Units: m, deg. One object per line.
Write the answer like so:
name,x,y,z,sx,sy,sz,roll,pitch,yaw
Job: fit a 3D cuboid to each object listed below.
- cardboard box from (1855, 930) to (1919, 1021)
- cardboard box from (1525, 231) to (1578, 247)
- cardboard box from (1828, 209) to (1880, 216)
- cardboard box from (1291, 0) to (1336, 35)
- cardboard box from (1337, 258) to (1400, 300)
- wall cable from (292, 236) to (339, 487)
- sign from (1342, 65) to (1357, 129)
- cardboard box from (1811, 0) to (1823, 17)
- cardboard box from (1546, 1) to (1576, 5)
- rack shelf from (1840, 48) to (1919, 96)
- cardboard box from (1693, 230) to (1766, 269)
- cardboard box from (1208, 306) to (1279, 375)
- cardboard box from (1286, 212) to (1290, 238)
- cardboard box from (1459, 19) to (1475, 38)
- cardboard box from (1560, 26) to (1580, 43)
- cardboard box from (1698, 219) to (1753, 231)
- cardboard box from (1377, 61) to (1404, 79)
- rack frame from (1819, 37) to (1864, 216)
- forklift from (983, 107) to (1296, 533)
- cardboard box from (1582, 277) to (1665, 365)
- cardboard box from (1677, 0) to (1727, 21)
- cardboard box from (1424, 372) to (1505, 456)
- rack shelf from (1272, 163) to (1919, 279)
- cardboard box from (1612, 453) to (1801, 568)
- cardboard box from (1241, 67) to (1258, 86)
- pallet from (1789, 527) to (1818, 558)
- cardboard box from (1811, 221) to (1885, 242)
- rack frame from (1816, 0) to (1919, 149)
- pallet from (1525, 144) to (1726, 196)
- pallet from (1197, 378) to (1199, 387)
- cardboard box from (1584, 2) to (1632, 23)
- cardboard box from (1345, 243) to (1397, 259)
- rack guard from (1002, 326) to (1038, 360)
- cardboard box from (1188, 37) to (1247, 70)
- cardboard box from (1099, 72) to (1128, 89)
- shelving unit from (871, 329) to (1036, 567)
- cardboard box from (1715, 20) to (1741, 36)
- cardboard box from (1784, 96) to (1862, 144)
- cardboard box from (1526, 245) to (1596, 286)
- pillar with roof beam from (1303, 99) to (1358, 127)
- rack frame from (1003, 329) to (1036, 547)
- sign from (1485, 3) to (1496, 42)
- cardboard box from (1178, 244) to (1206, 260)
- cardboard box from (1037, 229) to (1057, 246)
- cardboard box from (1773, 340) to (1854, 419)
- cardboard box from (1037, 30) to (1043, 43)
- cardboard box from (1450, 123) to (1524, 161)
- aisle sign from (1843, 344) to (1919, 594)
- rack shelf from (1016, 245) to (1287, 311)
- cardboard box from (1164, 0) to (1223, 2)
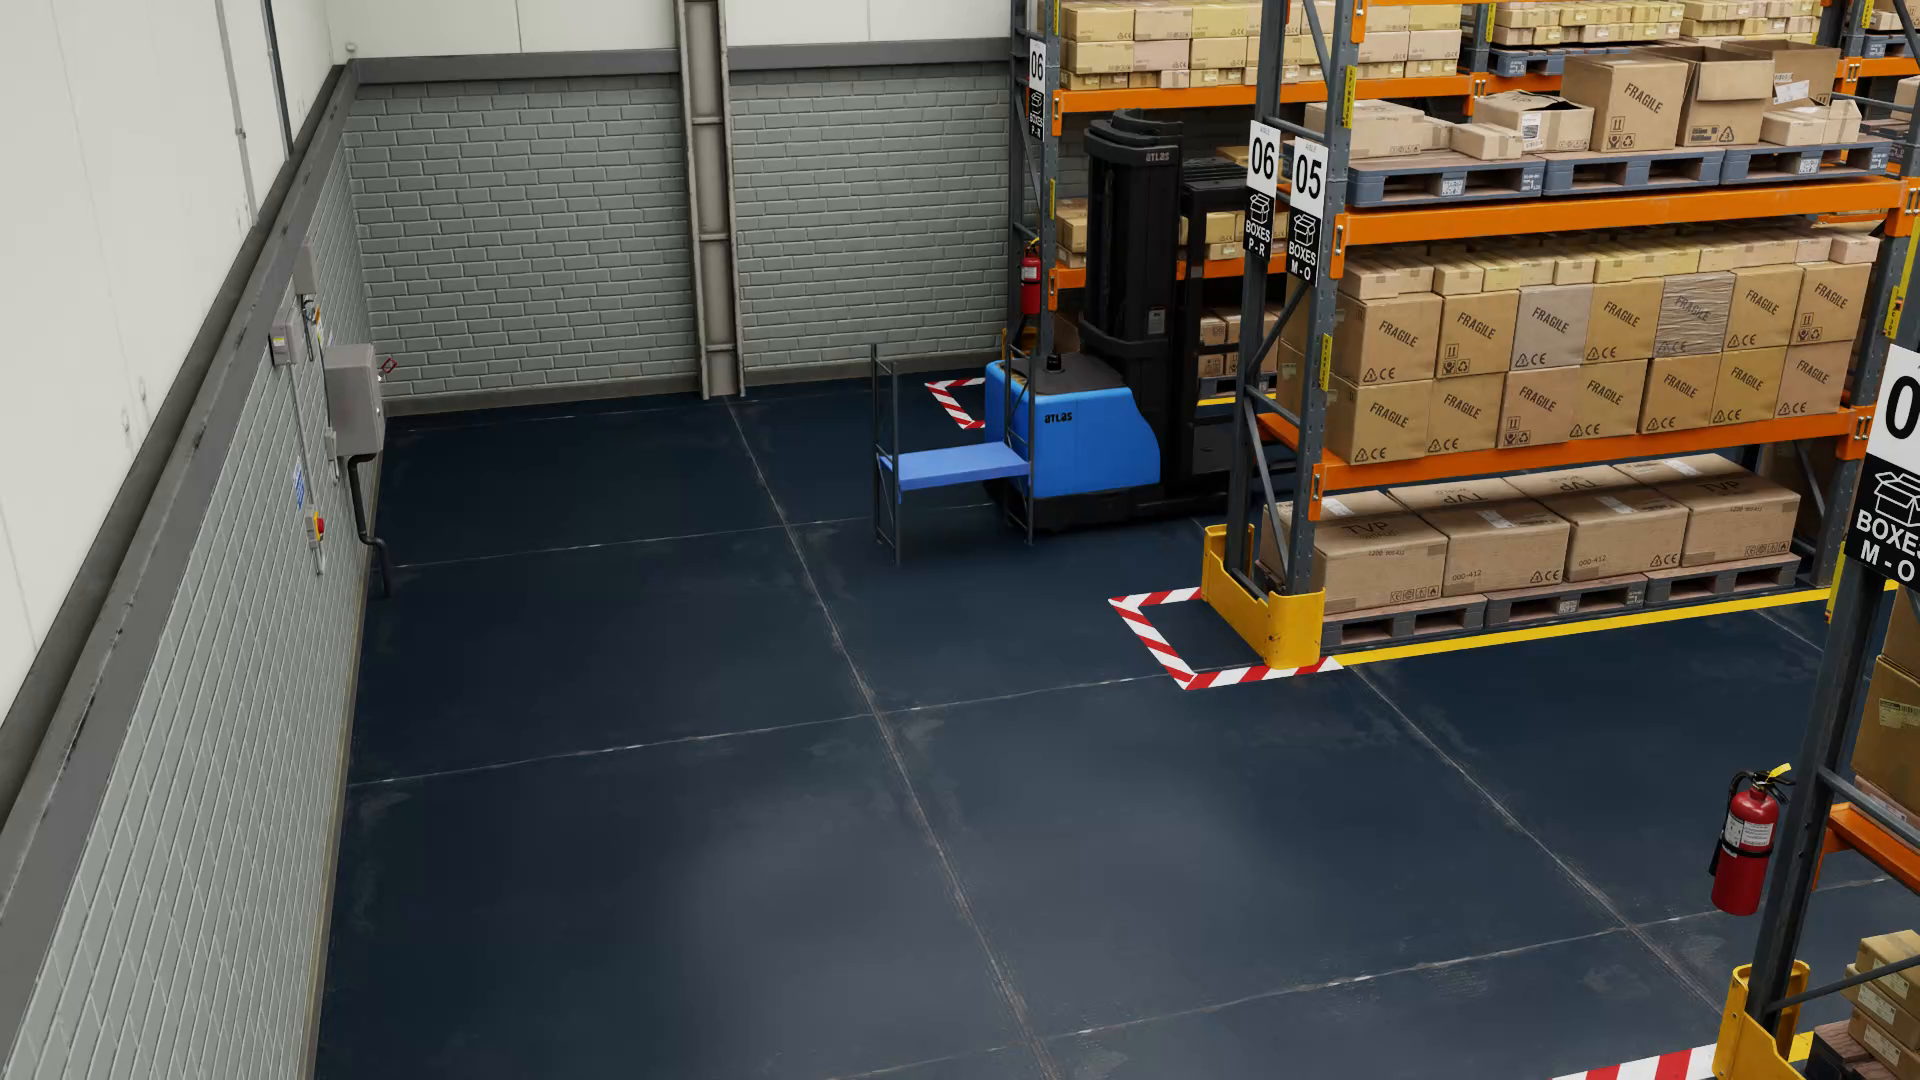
cardboard box,3.850,1.754,6.686,0.250,0.149,0.380,-6,24,-14
cardboard box,3.738,-1.901,10.659,0.250,0.149,0.380,-6,24,-13
cardboard box,8.826,-3.427,16.624,0.500,0.250,0.500,-6,24,-14
cardboard box,3.084,-4.538,14.398,0.500,0.250,0.500,-6,24,-13
cardboard box,2.391,-1.542,9.822,0.250,0.149,0.380,-6,24,-13
wall cable,-3.842,-1.200,9.955,0.122,1.984,0.588,-6,24,-14
sign,2.119,-2.411,9.052,0.005,0.325,0.100,-6,24,-14
cardboard box,8.082,-5.022,15.654,0.250,0.149,0.380,-6,24,-13
cardboard box,5.473,-4.921,15.392,0.250,0.149,0.380,-6,24,-13
rack shelf,10.259,-4.803,16.747,4.000,0.370,1.077,-6,24,-14
cardboard box,4.851,-1.838,10.512,0.250,0.149,0.380,-7,24,-15
cardboard box,2.614,-1.858,15.413,0.500,0.500,0.500,-6,24,-13
cardboard box,3.095,-2.930,15.087,0.500,0.250,0.500,-6,24,-15
cardboard box,4.755,-4.676,15.199,0.250,0.149,0.380,-6,24,-15
cardboard box,5.353,-4.577,14.968,0.250,0.149,0.380,-6,24,-14
cardboard box,4.975,-2.023,10.944,0.250,0.149,0.380,-7,24,-15
cardboard box,3.718,-4.178,14.698,0.250,0.149,0.380,-6,24,-13
rack frame,8.333,-3.542,16.700,0.127,3.000,1.000,-6,24,-14
forklift,1.754,-1.739,12.587,3.031,2.935,1.130,-8,24,-18
cardboard box,3.983,-1.423,10.368,0.500,0.500,0.500,-6,24,-14
cardboard box,6.833,-4.884,15.332,0.250,0.149,0.380,-6,24,-14
cardboard box,2.994,-0.858,10.319,0.500,0.500,0.500,-7,24,-15
rack shelf,3.900,-2.067,10.370,4.000,0.370,1.077,-6,24,-14
cardboard box,5.193,-0.221,11.678,0.875,0.438,0.875,-7,24,-15
cardboard box,2.502,-4.025,14.341,0.250,0.149,0.380,-6,24,-14
pallet,6.549,-0.061,12.125,1.213,0.211,1.003,-6,24,-14
cardboard box,6.188,-1.880,11.433,0.500,0.500,0.500,-6,24,-13
rack frame,5.826,-3.989,10.134,0.127,3.000,1.000,-6,24,-14
pallet,3.863,-2.358,10.249,1.213,0.211,1.003,-6,24,-14
pallet,1.471,-1.502,15.482,1.213,0.211,1.003,-6,24,-14
cardboard box,5.852,-4.773,15.048,0.250,0.149,0.380,-6,24,-14
cardboard box,2.504,-1.760,10.329,0.250,0.149,0.380,-6,24,-13
rack guard,0.704,-1.549,15.226,0.348,0.500,1.175,-6,24,-14
cardboard box,2.111,-4.191,14.223,0.500,0.250,0.500,-7,24,-16
cardboard box,1.245,-3.936,14.134,0.250,0.149,0.380,-6,24,-13
shelving unit,-0.049,-0.664,11.897,1.048,1.500,0.538,-8,25,-19
cardboard box,7.061,-4.816,15.551,0.250,0.149,0.380,-6,24,-14
cardboard box,5.298,-2.598,10.207,0.258,0.266,0.396,-6,24,-13
cardboard box,3.644,-1.674,10.131,0.250,0.149,0.380,-6,24,-14
pillar with roof beam,4.731,-4.506,11.340,0.400,9.000,9.100,-6,24,-14
rack frame,0.428,-0.734,12.058,0.032,1.500,0.500,-8,25,-19
sign,4.636,-4.527,14.536,0.005,0.325,0.100,-6,24,-14
cardboard box,2.011,-2.625,14.882,0.250,0.149,0.380,-6,24,-14
cardboard box,0.877,-2.712,15.084,0.250,0.149,0.380,-7,24,-15
cardboard box,5.449,-1.131,10.956,0.500,0.500,0.500,-6,24,-14
cardboard box,0.985,-4.287,14.445,0.500,0.250,0.500,-7,24,-15
cardboard box,3.085,-2.336,9.746,0.250,0.149,0.380,-5,24,-12
aisle sign,3.258,-0.238,5.704,0.004,0.787,0.394,-6,24,-14
rack shelf,2.556,-2.572,15.353,4.000,0.370,1.077,-6,24,-14
cardboard box,1.977,-4.633,14.618,0.500,0.250,0.500,-6,24,-14
